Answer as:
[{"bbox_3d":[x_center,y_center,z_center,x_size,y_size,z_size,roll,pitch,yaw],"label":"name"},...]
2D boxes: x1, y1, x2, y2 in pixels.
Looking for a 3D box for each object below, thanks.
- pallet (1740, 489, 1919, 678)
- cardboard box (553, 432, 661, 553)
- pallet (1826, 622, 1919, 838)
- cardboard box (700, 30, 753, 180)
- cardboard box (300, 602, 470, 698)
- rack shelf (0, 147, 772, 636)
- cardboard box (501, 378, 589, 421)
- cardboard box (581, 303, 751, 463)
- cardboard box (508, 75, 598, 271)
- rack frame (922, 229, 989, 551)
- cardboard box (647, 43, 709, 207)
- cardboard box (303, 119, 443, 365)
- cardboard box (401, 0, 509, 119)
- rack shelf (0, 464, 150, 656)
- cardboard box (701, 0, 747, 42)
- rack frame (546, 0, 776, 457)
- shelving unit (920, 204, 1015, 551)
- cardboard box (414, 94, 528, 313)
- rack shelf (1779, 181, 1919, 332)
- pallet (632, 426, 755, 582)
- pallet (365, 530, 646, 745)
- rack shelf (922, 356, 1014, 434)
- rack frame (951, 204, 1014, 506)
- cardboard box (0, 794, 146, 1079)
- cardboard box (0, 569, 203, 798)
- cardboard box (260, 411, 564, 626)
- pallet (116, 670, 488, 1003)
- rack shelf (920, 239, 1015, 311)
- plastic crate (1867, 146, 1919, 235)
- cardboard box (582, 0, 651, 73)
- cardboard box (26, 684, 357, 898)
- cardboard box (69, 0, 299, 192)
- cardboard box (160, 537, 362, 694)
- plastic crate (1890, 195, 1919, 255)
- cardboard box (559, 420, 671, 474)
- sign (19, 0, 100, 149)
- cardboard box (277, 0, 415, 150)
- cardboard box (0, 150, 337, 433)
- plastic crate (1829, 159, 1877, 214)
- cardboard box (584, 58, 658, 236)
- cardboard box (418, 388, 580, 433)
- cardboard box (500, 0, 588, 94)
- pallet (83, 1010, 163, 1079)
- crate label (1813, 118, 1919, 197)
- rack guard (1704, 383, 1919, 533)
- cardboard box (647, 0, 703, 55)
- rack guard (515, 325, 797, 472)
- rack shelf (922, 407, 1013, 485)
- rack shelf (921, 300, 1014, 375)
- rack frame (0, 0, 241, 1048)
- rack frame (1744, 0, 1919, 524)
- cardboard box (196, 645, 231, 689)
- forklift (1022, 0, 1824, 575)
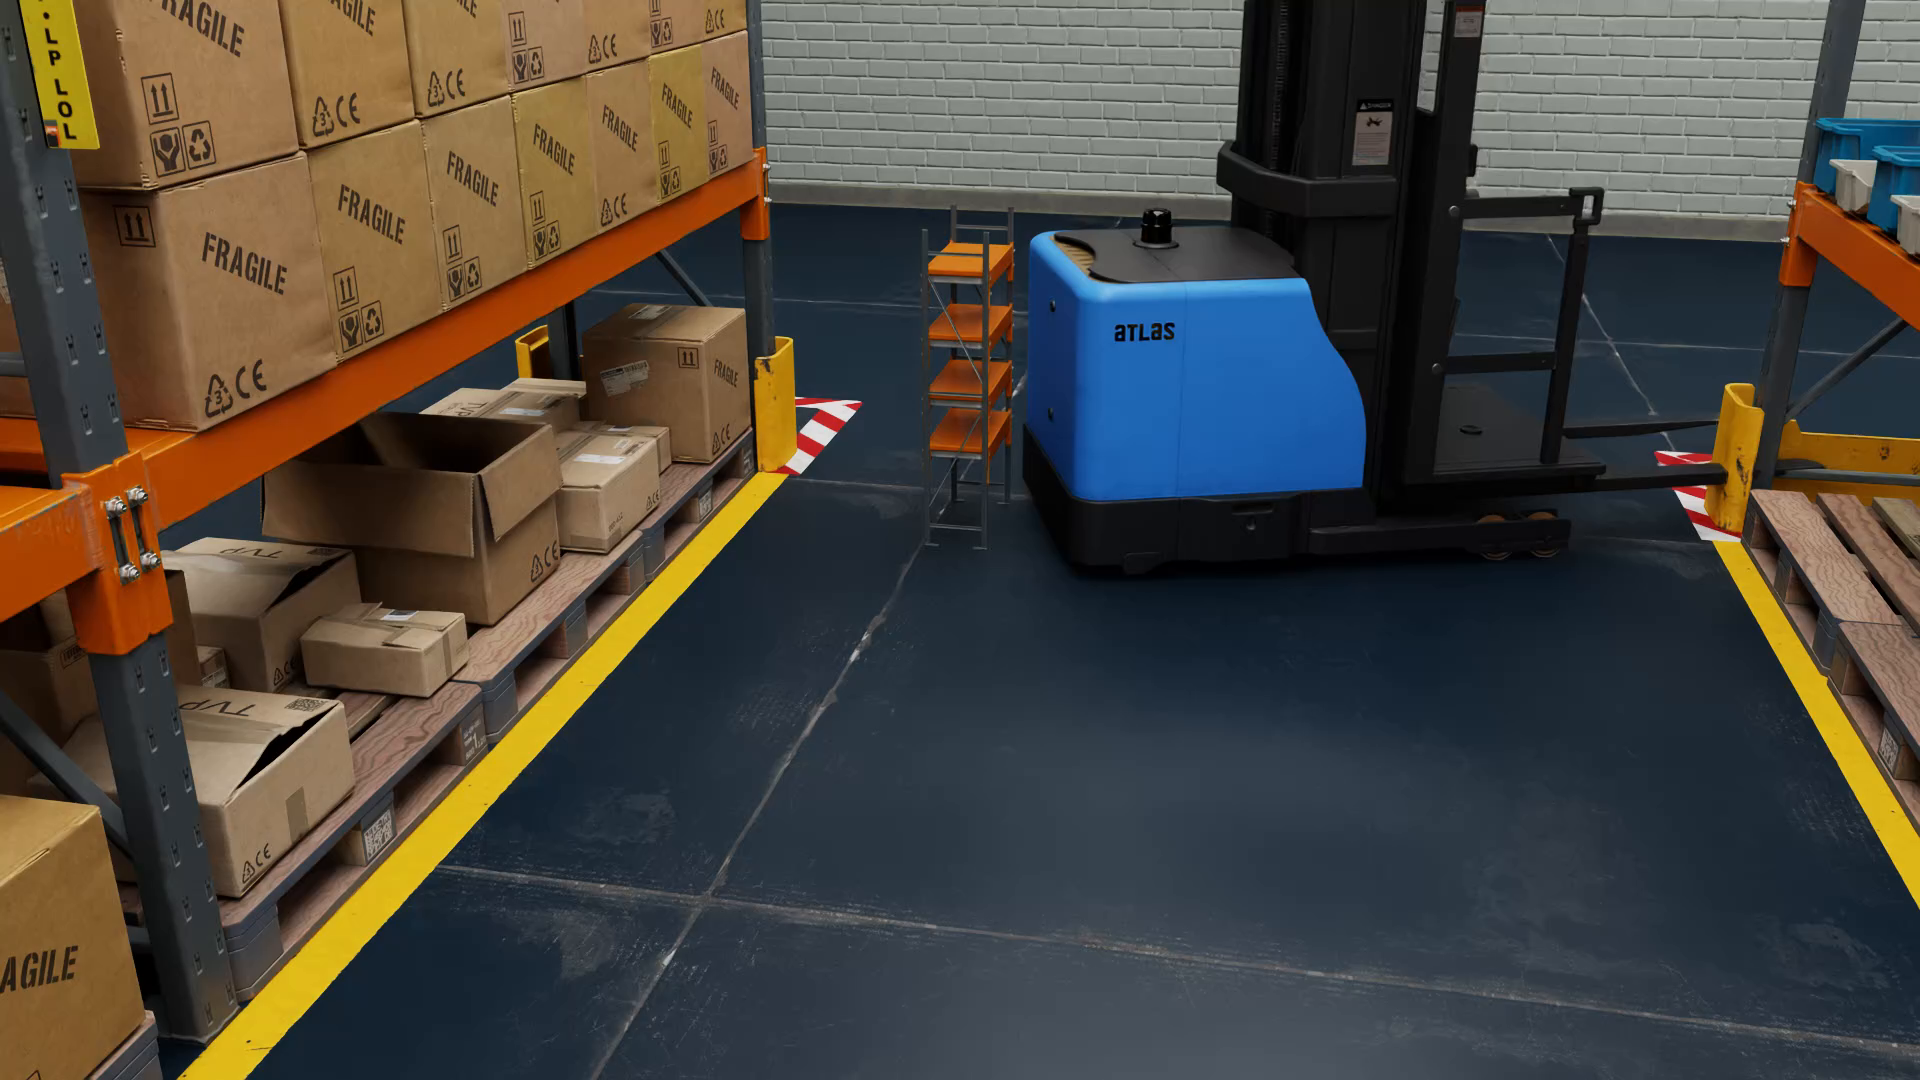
[{"bbox_3d":[3.345,0.159,5.675,1.003,0.211,1.213,4,22,11],"label":"pallet"},{"bbox_3d":[-1.390,-0.178,5.871,0.500,0.250,0.500,4,22,11],"label":"cardboard box"},{"bbox_3d":[3.094,0.604,4.571,1.003,0.211,1.213,4,22,11],"label":"pallet"},{"bbox_3d":[-1.122,-1.674,6.360,0.500,0.500,0.500,5,23,13],"label":"cardboard box"},{"bbox_3d":[-1.649,0.307,4.779,0.380,0.166,0.250,4,22,11],"label":"cardboard box"},{"bbox_3d":[-1.705,-0.747,5.155,1.077,0.370,4.000,4,22,11],"label":"rack shelf"},{"bbox_3d":[-1.719,-0.566,6.972,0.380,0.149,0.250,4,22,11],"label":"cardboard box"},{"bbox_3d":[-1.167,-0.639,6.681,0.500,0.500,0.500,4,22,11],"label":"cardboard box"},{"bbox_3d":[-1.435,-1.117,4.979,0.500,0.500,0.500,4,22,10],"label":"cardboard box"},{"bbox_3d":[-0.016,-0.528,6.058,0.240,1.200,0.015,4,22,11],"label":"rack frame"},{"bbox_3d":[-1.225,-1.484,5.888,0.500,0.500,0.500,5,22,11],"label":"cardboard box"},{"bbox_3d":[-1.641,-0.748,4.063,0.500,0.500,0.500,5,22,12],"label":"cardboard box"},{"bbox_3d":[-1.532,-1.387,4.309,0.500,0.500,0.500,4,22,9],"label":"cardboard box"},{"bbox_3d":[-2.522,0.716,1.523,1.077,0.370,4.000,4,22,11],"label":"rack shelf"},{"bbox_3d":[-1.119,-2.138,6.175,0.500,0.500,0.500,4,22,10],"label":"cardboard box"},{"bbox_3d":[-1.297,-1.812,6.837,1.000,3.000,0.127,4,22,11],"label":"rack frame"},{"bbox_3d":[0.034,-0.617,6.280,0.258,1.200,0.503,4,22,11],"label":"shelving unit"},{"bbox_3d":[-1.537,-0.931,4.517,0.500,0.500,0.500,4,22,11],"label":"cardboard box"},{"bbox_3d":[3.143,-0.368,4.214,1.077,0.370,4.000,4,22,11],"label":"rack shelf"},{"bbox_3d":[-1.474,-0.199,6.565,1.003,0.211,1.213,4,22,11],"label":"pallet"},{"bbox_3d":[-1.726,0.246,5.460,1.003,0.211,1.213,4,22,11],"label":"pallet"},{"bbox_3d":[0.034,-0.555,6.305,0.258,0.148,0.480,4,22,11],"label":"rack shelf"},{"bbox_3d":[0.084,-0.706,6.501,0.240,1.200,0.015,4,22,11],"label":"rack frame"},{"bbox_3d":[-1.934,0.809,3.087,0.500,0.500,0.500,4,22,11],"label":"cardboard box"},{"bbox_3d":[-2.275,0.377,4.160,0.500,0.500,0.500,4,22,11],"label":"cardboard box"},{"bbox_3d":[-1.735,-0.082,5.296,0.797,0.503,0.637,4,22,11],"label":"cardboard box"},{"bbox_3d":[-1.972,0.694,4.349,1.003,0.211,1.213,4,22,11],"label":"pallet"},{"bbox_3d":[0.034,-0.982,6.133,0.258,0.148,0.480,4,22,11],"label":"rack shelf"},{"bbox_3d":[3.044,-1.077,5.156,0.416,0.233,0.300,4,22,11],"label":"plastic crate"},{"bbox_3d":[-1.322,-1.763,5.245,0.500,0.500,0.500,5,22,12],"label":"cardboard box"},{"bbox_3d":[-1.816,0.557,3.965,0.500,0.311,0.500,4,22,11],"label":"cardboard box"},{"bbox_3d":[-1.742,-1.010,3.374,0.500,0.500,0.500,5,22,12],"label":"cardboard box"},{"bbox_3d":[-2.122,0.190,4.877,0.500,0.311,0.500,4,22,11],"label":"cardboard box"},{"bbox_3d":[2.894,-0.914,4.880,0.250,0.136,0.298,4,22,11],"label":"plastic crate"},{"bbox_3d":[-1.338,-0.343,6.393,0.380,0.166,0.250,4,22,11],"label":"cardboard box"},{"bbox_3d":[-1.569,-0.845,2.886,0.100,0.325,0.005,4,22,11],"label":"sign"},{"bbox_3d":[-1.637,-1.199,3.842,0.500,0.500,0.500,4,22,9],"label":"cardboard box"},{"bbox_3d":[-1.743,-0.561,3.597,0.500,0.500,0.500,5,22,12],"label":"cardboard box"},{"bbox_3d":[3.032,-1.162,5.496,0.250,0.136,0.298,4,22,11],"label":"plastic crate"},{"bbox_3d":[-1.332,-1.301,5.436,0.500,0.500,0.500,5,22,11],"label":"cardboard box"},{"bbox_3d":[-1.788,-0.380,6.374,0.500,0.250,0.500,4,22,11],"label":"cardboard box"},{"bbox_3d":[-1.427,-1.576,4.778,0.500,0.500,0.500,5,23,13],"label":"cardboard box"},{"bbox_3d":[-2.242,1.245,2.980,1.003,0.211,1.213,4,22,11],"label":"pallet"},{"bbox_3d":[3.178,-1.318,5.754,0.416,0.233,0.303,4,22,11],"label":"crate label"},{"bbox_3d":[3.543,-0.283,6.387,1.175,0.500,0.348,4,22,11],"label":"rack guard"},{"bbox_3d":[-1.221,-1.953,5.716,0.500,0.500,0.500,5,22,12],"label":"cardboard box"},{"bbox_3d":[-1.313,-0.624,7.235,1.175,0.500,0.348,4,22,11],"label":"rack guard"},{"bbox_3d":[0.034,-0.371,6.379,0.258,0.148,0.480,4,22,11],"label":"rack shelf"},{"bbox_3d":[0.034,-0.762,6.221,0.258,0.148,0.480,4,22,11],"label":"rack shelf"},{"bbox_3d":[-2.113,-0.349,3.205,1.000,3.000,0.127,4,22,11],"label":"rack frame"},{"bbox_3d":[3.551,-1.433,5.896,1.000,3.000,0.127,4,22,11],"label":"rack frame"},{"bbox_3d":[-2.257,0.398,4.578,0.380,0.149,0.250,4,22,11],"label":"cardboard box"},{"bbox_3d":[1.818,-1.475,6.092,3.031,2.935,1.130,-3,22,-8],"label":"forklift"}]
